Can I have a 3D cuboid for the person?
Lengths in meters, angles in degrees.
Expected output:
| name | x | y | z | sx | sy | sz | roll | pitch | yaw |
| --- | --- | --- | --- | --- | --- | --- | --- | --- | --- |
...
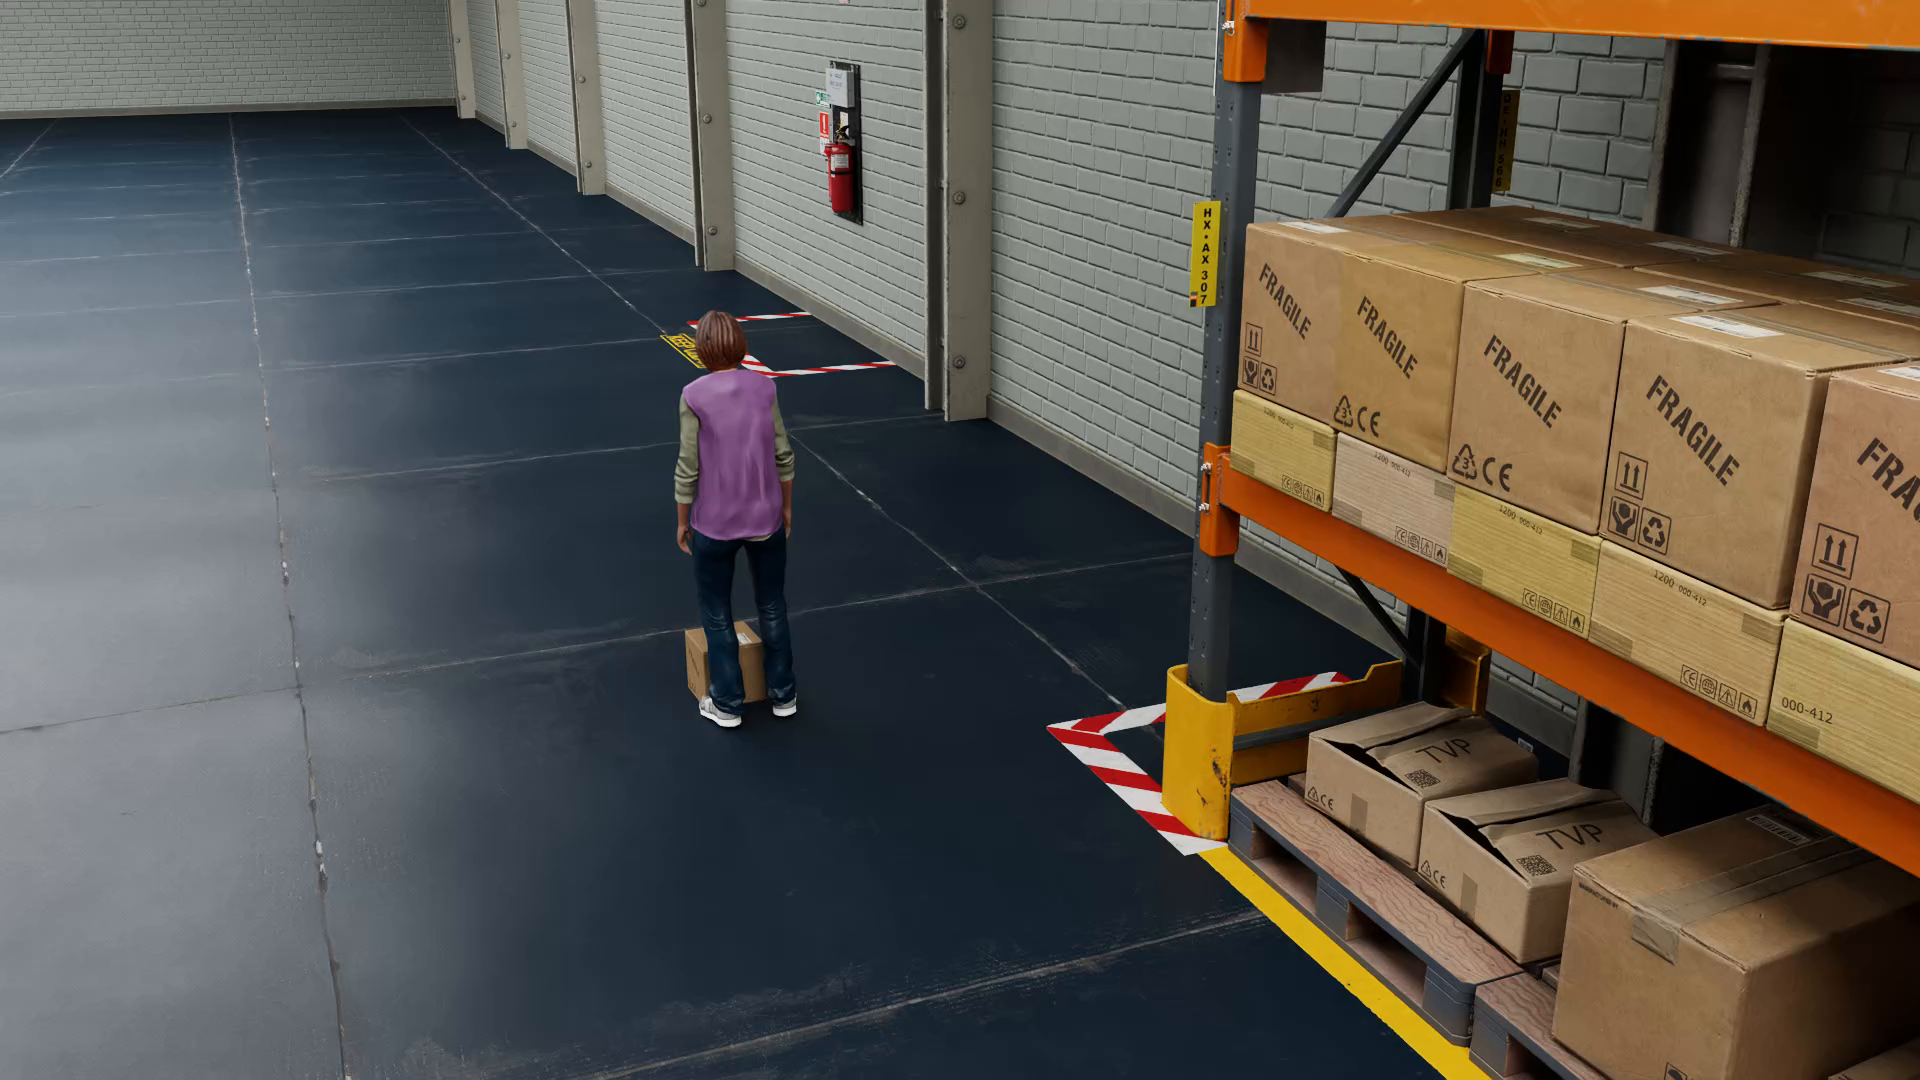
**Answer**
| name | x | y | z | sx | sy | sz | roll | pitch | yaw |
| --- | --- | --- | --- | --- | --- | --- | --- | --- | --- |
| person | -0.841 | -0.063 | 6.263 | 0.465 | 1.593 | 0.347 | -8 | 21 | -22 |
